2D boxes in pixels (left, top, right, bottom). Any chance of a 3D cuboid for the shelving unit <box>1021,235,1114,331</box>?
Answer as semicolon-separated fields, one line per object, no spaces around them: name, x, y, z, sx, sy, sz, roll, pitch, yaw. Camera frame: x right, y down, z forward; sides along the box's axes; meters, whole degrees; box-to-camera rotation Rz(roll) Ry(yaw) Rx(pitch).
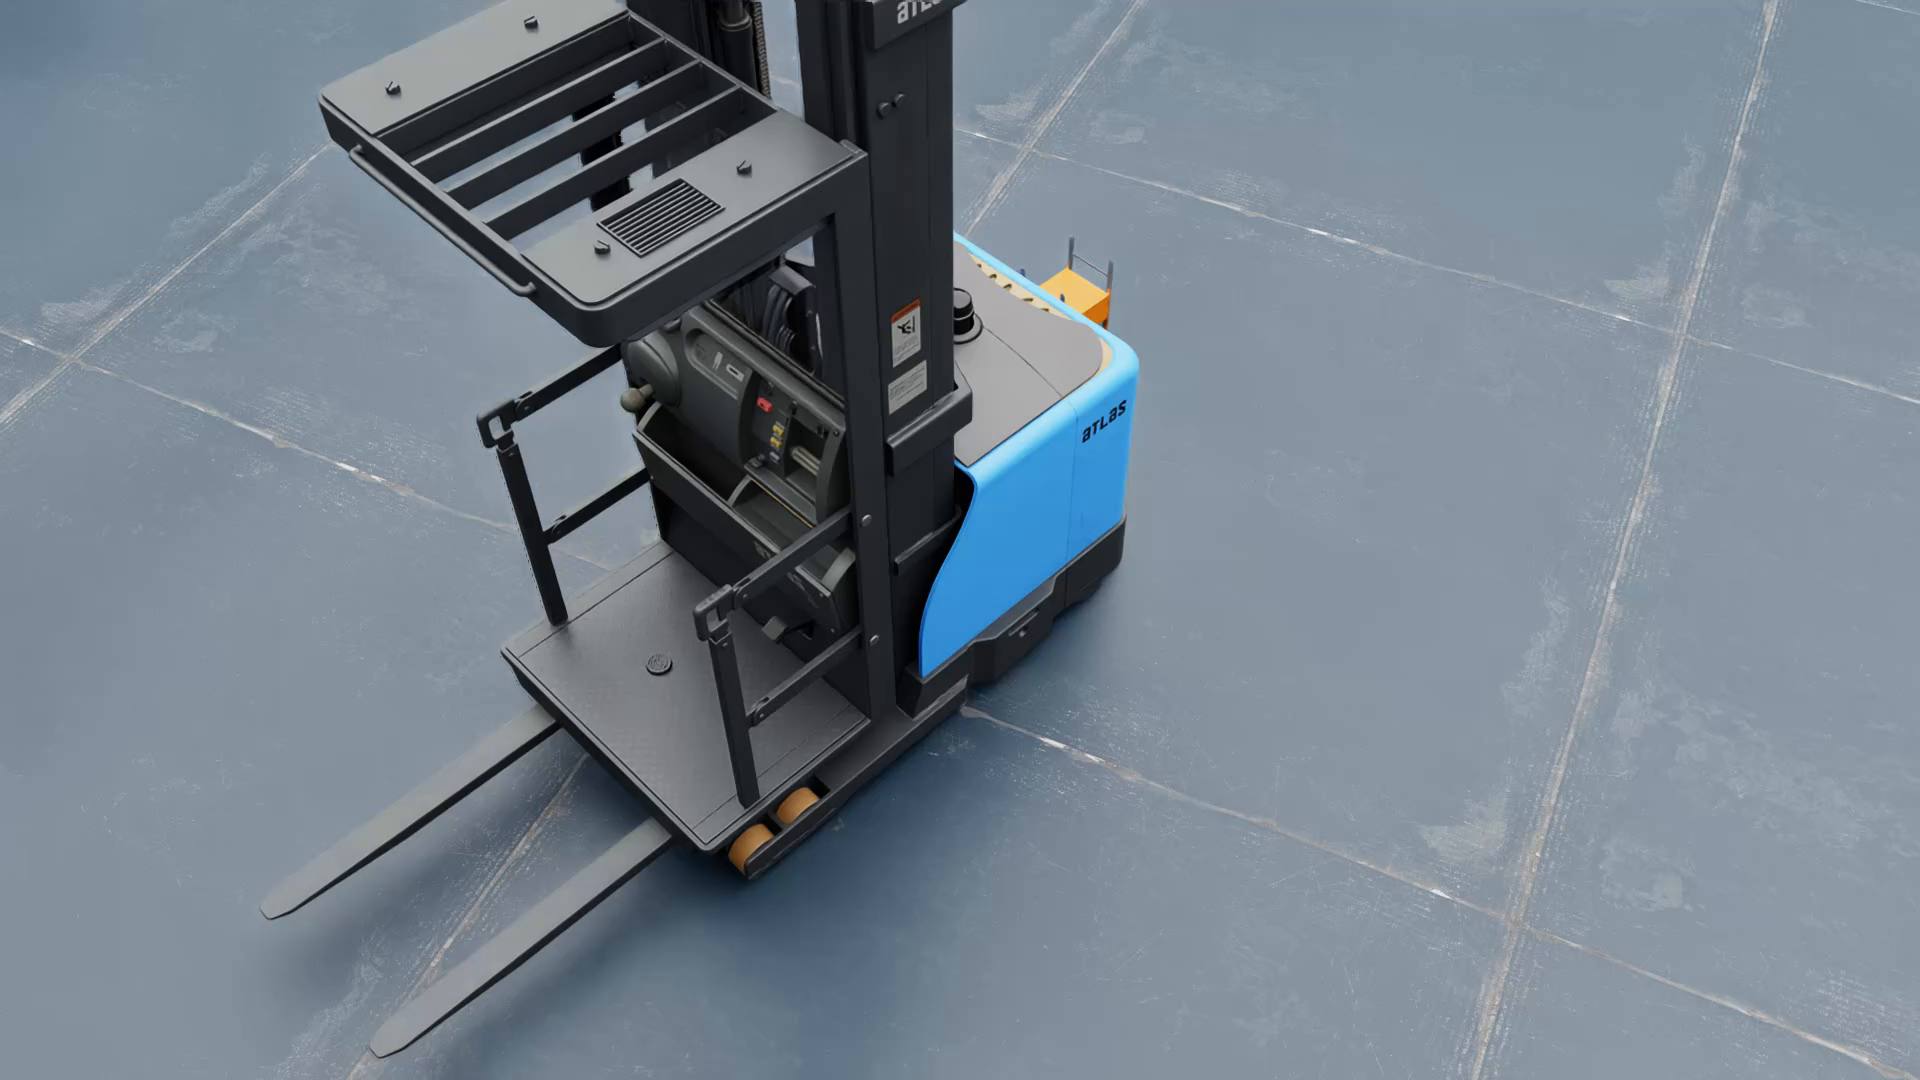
shelving unit;0.366;-0.597;6.069;0.252;1.050;0.215;-37;59;-27

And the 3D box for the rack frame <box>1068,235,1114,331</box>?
rack frame;0.453;-0.663;6.124;0.008;1.050;0.200;-37;59;-27

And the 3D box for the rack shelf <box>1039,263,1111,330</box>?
rack shelf;0.366;-0.774;5.861;0.240;0.259;0.215;-37;59;-27

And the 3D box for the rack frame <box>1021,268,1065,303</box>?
rack frame;0.280;-0.532;6.013;0.008;1.050;0.200;-37;59;-27

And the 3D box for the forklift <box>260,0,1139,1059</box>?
forklift;-0.805;-0.327;4.604;3.031;2.935;1.130;-37;59;-27
